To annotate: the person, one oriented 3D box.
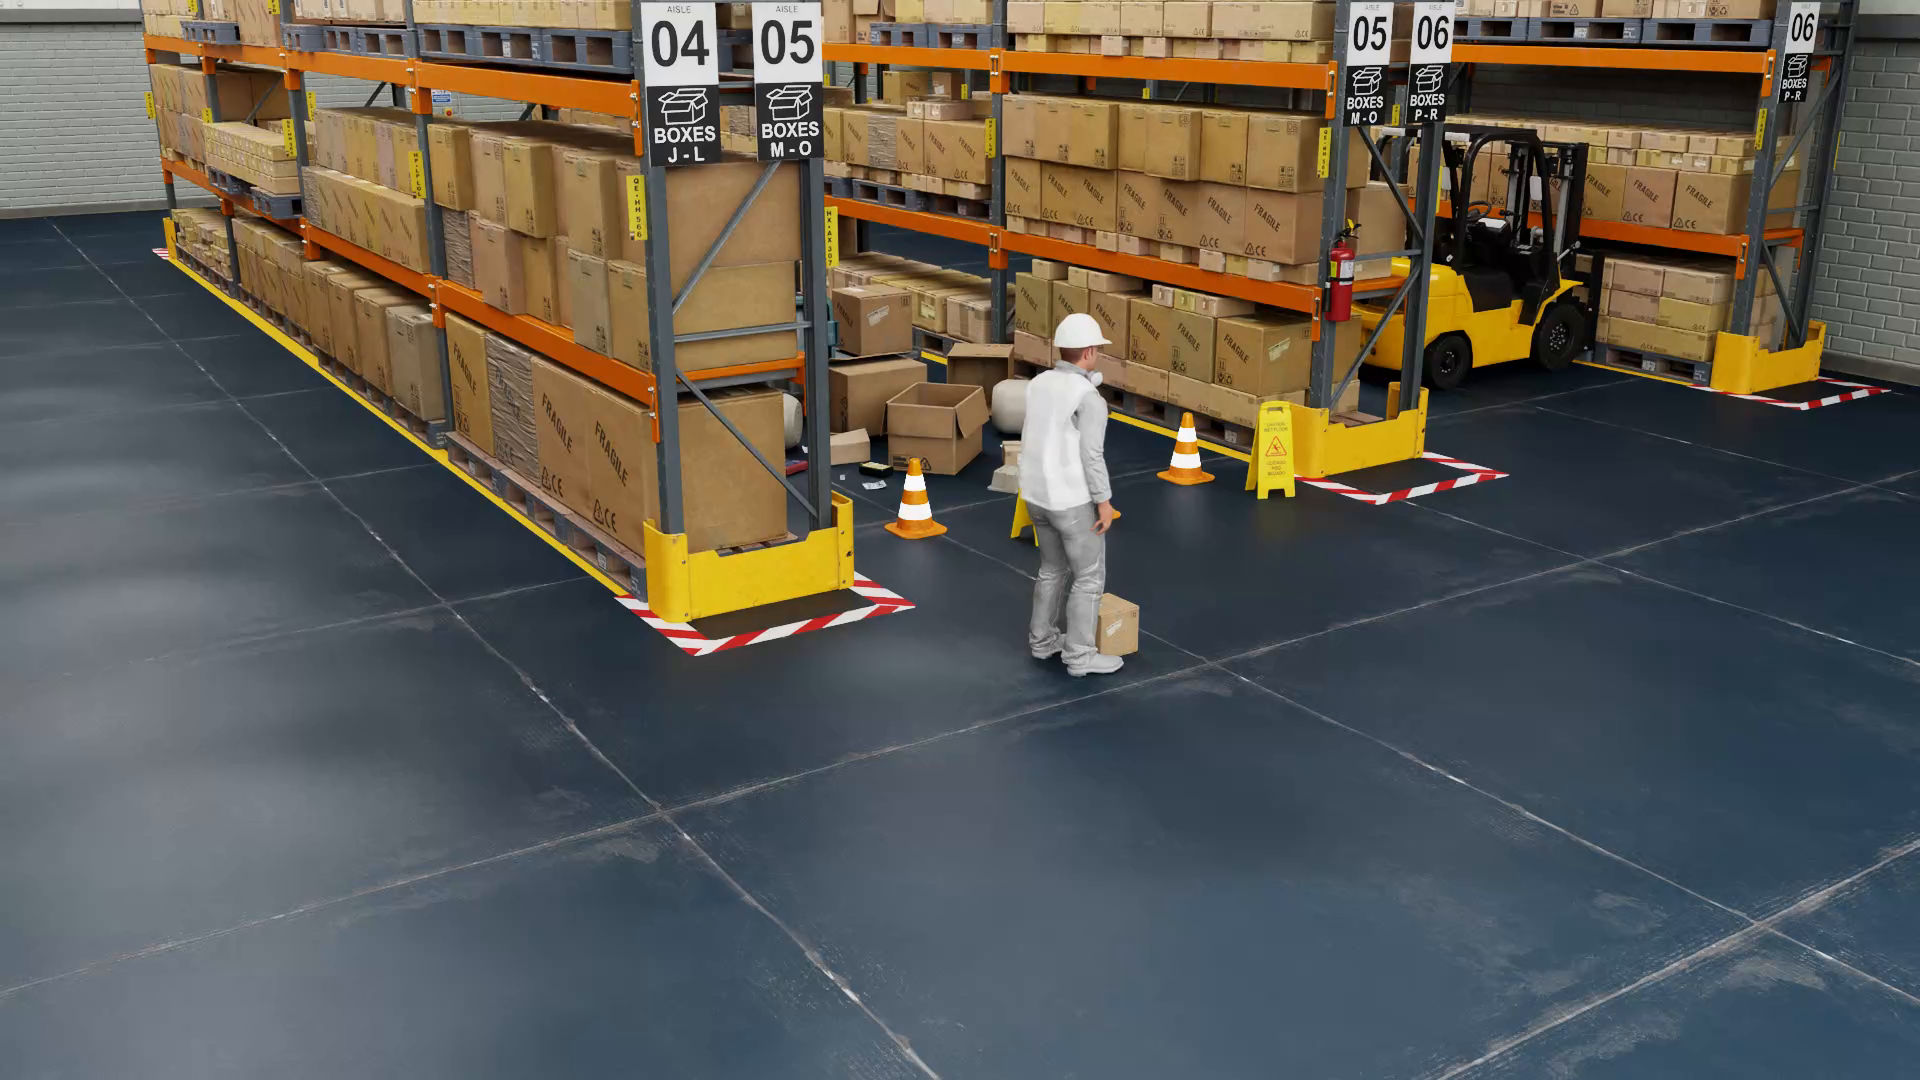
[{"bbox_3d":[0.535,-0.227,8.214,0.462,1.770,0.579,-12,22,-33],"label":"person"}]
